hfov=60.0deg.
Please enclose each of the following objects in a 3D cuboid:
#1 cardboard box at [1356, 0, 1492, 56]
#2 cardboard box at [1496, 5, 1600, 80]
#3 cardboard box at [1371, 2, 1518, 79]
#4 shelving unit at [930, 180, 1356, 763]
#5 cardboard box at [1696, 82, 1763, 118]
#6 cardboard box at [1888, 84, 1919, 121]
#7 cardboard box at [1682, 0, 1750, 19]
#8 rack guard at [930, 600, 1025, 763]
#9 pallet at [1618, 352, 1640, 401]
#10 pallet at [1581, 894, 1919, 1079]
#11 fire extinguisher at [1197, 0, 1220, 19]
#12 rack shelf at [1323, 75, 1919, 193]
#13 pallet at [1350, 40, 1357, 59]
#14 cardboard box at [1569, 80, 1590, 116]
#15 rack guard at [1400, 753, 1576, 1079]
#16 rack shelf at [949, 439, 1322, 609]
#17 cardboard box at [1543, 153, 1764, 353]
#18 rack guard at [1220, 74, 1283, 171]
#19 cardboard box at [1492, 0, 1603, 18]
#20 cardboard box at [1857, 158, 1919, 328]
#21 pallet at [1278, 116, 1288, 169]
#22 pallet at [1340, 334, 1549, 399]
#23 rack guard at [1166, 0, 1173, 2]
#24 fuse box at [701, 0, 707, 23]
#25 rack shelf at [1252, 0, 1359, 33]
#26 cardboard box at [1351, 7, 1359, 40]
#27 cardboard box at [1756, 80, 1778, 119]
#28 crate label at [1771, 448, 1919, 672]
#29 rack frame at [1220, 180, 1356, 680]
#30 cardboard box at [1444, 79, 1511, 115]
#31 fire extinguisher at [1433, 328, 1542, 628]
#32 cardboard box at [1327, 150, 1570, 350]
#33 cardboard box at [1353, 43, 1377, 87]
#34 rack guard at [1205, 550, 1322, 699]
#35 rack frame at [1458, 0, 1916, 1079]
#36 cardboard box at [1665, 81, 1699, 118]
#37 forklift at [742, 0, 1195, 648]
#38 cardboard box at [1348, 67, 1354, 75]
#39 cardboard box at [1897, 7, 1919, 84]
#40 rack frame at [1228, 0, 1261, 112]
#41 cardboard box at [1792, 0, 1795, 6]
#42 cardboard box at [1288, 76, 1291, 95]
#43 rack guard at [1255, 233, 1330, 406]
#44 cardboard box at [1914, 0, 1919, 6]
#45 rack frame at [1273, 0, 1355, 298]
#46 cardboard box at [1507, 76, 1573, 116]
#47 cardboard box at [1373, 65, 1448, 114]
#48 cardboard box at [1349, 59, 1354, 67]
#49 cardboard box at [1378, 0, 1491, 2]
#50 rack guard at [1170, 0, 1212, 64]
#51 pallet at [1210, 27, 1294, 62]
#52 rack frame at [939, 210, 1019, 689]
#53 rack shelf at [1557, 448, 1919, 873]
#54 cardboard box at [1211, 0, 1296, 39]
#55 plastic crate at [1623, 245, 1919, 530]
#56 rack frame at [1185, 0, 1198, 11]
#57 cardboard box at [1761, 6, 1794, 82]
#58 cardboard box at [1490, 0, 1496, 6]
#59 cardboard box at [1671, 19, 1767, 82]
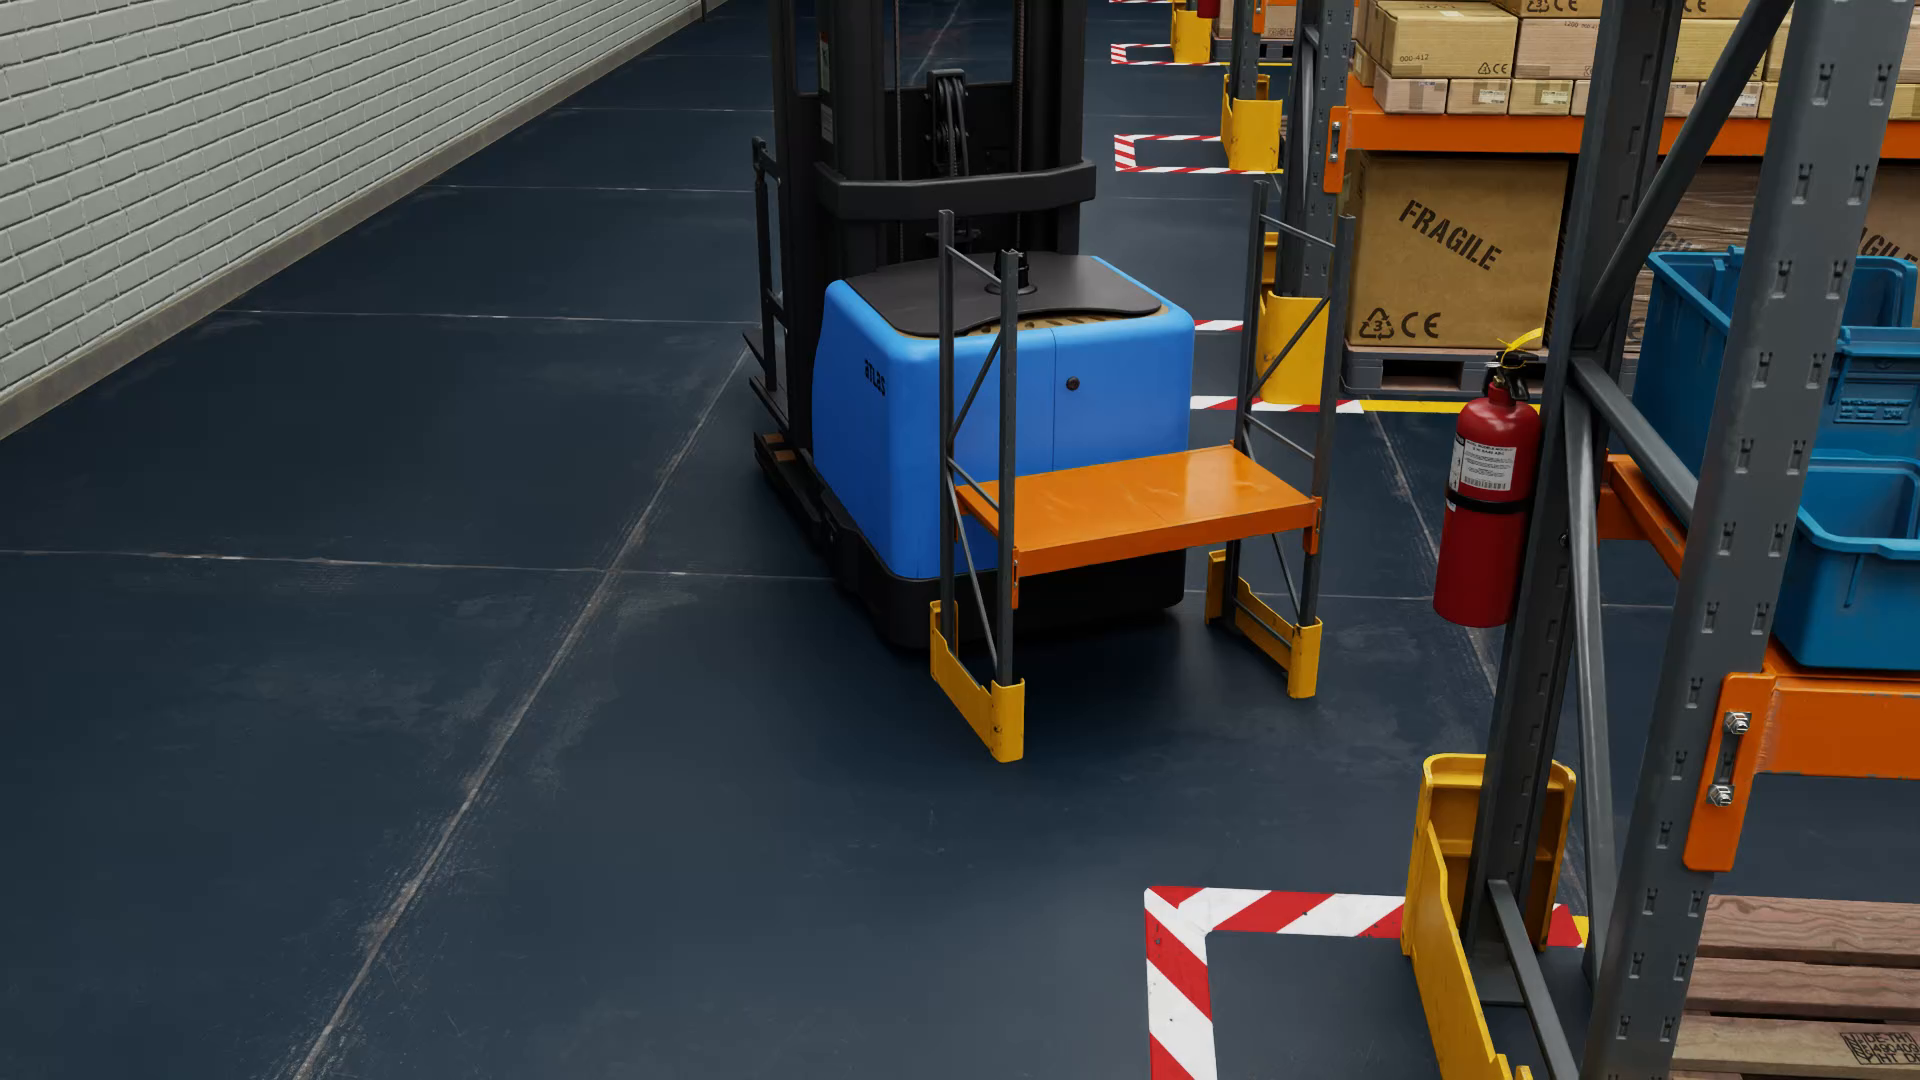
[{"bbox_3d":[2.126,-2.385,7.668,0.500,0.250,0.500,1,25,3],"label":"cardboard box"},{"bbox_3d":[2.599,-2.148,7.153,0.500,0.250,0.500,2,25,3],"label":"cardboard box"},{"bbox_3d":[2.080,-2.162,7.183,0.500,0.250,0.500,1,25,3],"label":"cardboard box"},{"bbox_3d":[0.509,-0.227,4.949,1.083,1.500,0.587,-9,26,-20],"label":"shelving unit"},{"bbox_3d":[3.233,-1.920,7.134,0.250,0.149,0.380,2,25,3],"label":"cardboard box"},{"bbox_3d":[4.000,-1.895,7.080,0.250,0.149,0.380,1,25,3],"label":"cardboard box"},{"bbox_3d":[3.096,-2.472,6.961,0.500,0.500,0.500,1,25,3],"label":"cardboard box"},{"bbox_3d":[0.045,0.417,5.044,0.087,0.250,0.587,-9,26,-20],"label":"rack guard"},{"bbox_3d":[3.639,-0.923,8.003,1.213,0.211,1.003,2,25,4],"label":"pallet"},{"bbox_3d":[2.063,1.151,3.496,1.213,0.211,1.003,2,25,4],"label":"pallet"},{"bbox_3d":[1.887,-4.283,12.507,0.183,0.674,0.296,2,25,4],"label":"fire extinguisher"},{"bbox_3d":[3.617,-1.832,7.503,4.000,0.370,1.077,2,25,4],"label":"rack shelf"},{"bbox_3d":[4.398,-5.053,16.979,1.213,0.211,1.003,2,25,4],"label":"pallet"},{"bbox_3d":[2.723,-1.936,7.170,0.250,0.149,0.380,1,25,3],"label":"cardboard box"},{"bbox_3d":[1.218,0.982,3.518,0.348,0.500,1.175,2,25,4],"label":"rack guard"},{"bbox_3d":[0.517,-0.065,5.027,1.000,0.185,0.538,-9,26,-20],"label":"rack shelf"},{"bbox_3d":[3.174,-1.432,7.813,0.875,0.875,0.875,2,25,4],"label":"cardboard box"},{"bbox_3d":[2.179,-3.149,12.495,0.348,0.500,1.175,2,25,4],"label":"rack guard"},{"bbox_3d":[2.579,-2.486,6.992,0.500,0.500,0.500,1,25,3],"label":"cardboard box"},{"bbox_3d":[4.061,-1.404,7.751,0.875,0.875,0.875,2,25,4],"label":"cardboard box"},{"bbox_3d":[2.986,-2.977,12.467,1.213,0.211,1.003,2,25,4],"label":"pallet"},{"bbox_3d":[2.426,-0.963,8.090,1.213,0.211,1.003,2,25,4],"label":"pallet"},{"bbox_3d":[2.833,-7.284,21.482,0.348,0.500,1.175,2,25,4],"label":"rack guard"},{"bbox_3d":[-2.937,-6.809,19.001,0.414,1.711,0.539,2,25,4],"label":"fuse box"},{"bbox_3d":[4.097,-3.896,11.989,4.000,0.370,1.077,2,25,4],"label":"rack shelf"},{"bbox_3d":[3.960,-5.375,16.905,0.875,0.438,0.875,2,25,5],"label":"cardboard box"},{"bbox_3d":[3.485,-1.911,7.115,0.250,0.149,0.380,1,25,3],"label":"cardboard box"},{"bbox_3d":[1.464,0.036,2.713,0.303,0.233,0.416,2,25,4],"label":"crate label"},{"bbox_3d":[0.990,-0.307,5.122,0.032,1.500,0.500,-9,26,-20],"label":"rack frame"},{"bbox_3d":[2.207,-1.952,7.204,0.250,0.149,0.380,1,25,3],"label":"cardboard box"},{"bbox_3d":[1.128,-0.148,3.522,0.183,0.674,0.296,2,25,4],"label":"fire extinguisher"},{"bbox_3d":[2.267,-1.461,7.876,0.875,0.875,0.875,2,25,4],"label":"cardboard box"},{"bbox_3d":[2.003,-2.234,7.818,0.250,0.149,0.380,2,25,5],"label":"cardboard box"},{"bbox_3d":[0.971,0.264,5.377,0.087,0.250,0.587,-9,26,-20],"label":"rack guard"},{"bbox_3d":[1.243,-0.158,3.006,0.127,3.000,1.000,2,25,4],"label":"rack frame"},{"bbox_3d":[2.976,-1.928,7.151,0.250,0.149,0.380,1,25,3],"label":"cardboard box"},{"bbox_3d":[-0.206,-1.577,6.171,1.130,2.935,3.031,-8,26,-18],"label":"forklift"},{"bbox_3d":[2.883,-3.336,12.107,0.250,0.149,0.380,2,25,5],"label":"cardboard box"},{"bbox_3d":[4.125,-2.098,7.045,0.500,0.250,0.500,2,25,5],"label":"cardboard box"},{"bbox_3d":[2.103,-4.287,11.978,0.127,3.000,1.000,2,25,4],"label":"rack frame"},{"bbox_3d":[3.659,-2.337,7.564,0.500,0.250,0.500,2,25,4],"label":"cardboard box"},{"bbox_3d":[2.651,-3.420,12.645,0.250,0.149,0.380,1,25,3],"label":"cardboard box"},{"bbox_3d":[1.599,-1.088,8.016,0.348,0.500,1.175,2,25,4],"label":"rack guard"},{"bbox_3d":[4.143,-2.658,7.364,0.500,0.500,0.500,1,25,2],"label":"cardboard box"},{"bbox_3d":[1.623,-2.223,7.492,0.127,3.000,1.000,2,25,4],"label":"rack frame"},{"bbox_3d":[2.462,-1.944,7.187,0.250,0.149,0.380,1,25,3],"label":"cardboard box"},{"bbox_3d":[1.951,-1.960,7.221,0.250,0.149,0.380,2,25,5],"label":"cardboard box"},{"bbox_3d":[2.896,-3.509,12.485,0.250,0.149,0.380,2,25,5],"label":"cardboard box"},{"bbox_3d":[2.128,-2.724,7.509,0.500,0.500,0.500,2,25,5],"label":"cardboard box"},{"bbox_3d":[2.357,-5.218,16.992,0.348,0.500,1.175,2,25,4],"label":"rack guard"},{"bbox_3d":[3.184,-5.093,17.066,1.213,0.211,1.003,2,25,4],"label":"pallet"},{"bbox_3d":[0.044,-0.150,4.782,0.032,1.500,0.500,-9,26,-20],"label":"rack frame"},{"bbox_3d":[3.237,0.232,3.017,4.000,0.370,1.077,2,25,4],"label":"rack shelf"},{"bbox_3d":[3.047,-5.400,16.961,0.875,0.438,0.875,1,25,2],"label":"cardboard box"},{"bbox_3d":[1.592,-0.269,3.132,0.499,0.435,0.616,2,25,4],"label":"plastic crate"},{"bbox_3d":[2.381,-6.353,16.468,0.127,3.000,1.000,2,25,4],"label":"rack frame"},{"bbox_3d":[3.621,-2.116,7.083,0.500,0.250,0.500,1,25,3],"label":"cardboard box"},{"bbox_3d":[2.632,-2.368,7.632,0.500,0.250,0.500,1,25,3],"label":"cardboard box"},{"bbox_3d":[3.100,-2.130,7.115,0.500,0.250,0.500,1,25,2],"label":"cardboard box"}]
